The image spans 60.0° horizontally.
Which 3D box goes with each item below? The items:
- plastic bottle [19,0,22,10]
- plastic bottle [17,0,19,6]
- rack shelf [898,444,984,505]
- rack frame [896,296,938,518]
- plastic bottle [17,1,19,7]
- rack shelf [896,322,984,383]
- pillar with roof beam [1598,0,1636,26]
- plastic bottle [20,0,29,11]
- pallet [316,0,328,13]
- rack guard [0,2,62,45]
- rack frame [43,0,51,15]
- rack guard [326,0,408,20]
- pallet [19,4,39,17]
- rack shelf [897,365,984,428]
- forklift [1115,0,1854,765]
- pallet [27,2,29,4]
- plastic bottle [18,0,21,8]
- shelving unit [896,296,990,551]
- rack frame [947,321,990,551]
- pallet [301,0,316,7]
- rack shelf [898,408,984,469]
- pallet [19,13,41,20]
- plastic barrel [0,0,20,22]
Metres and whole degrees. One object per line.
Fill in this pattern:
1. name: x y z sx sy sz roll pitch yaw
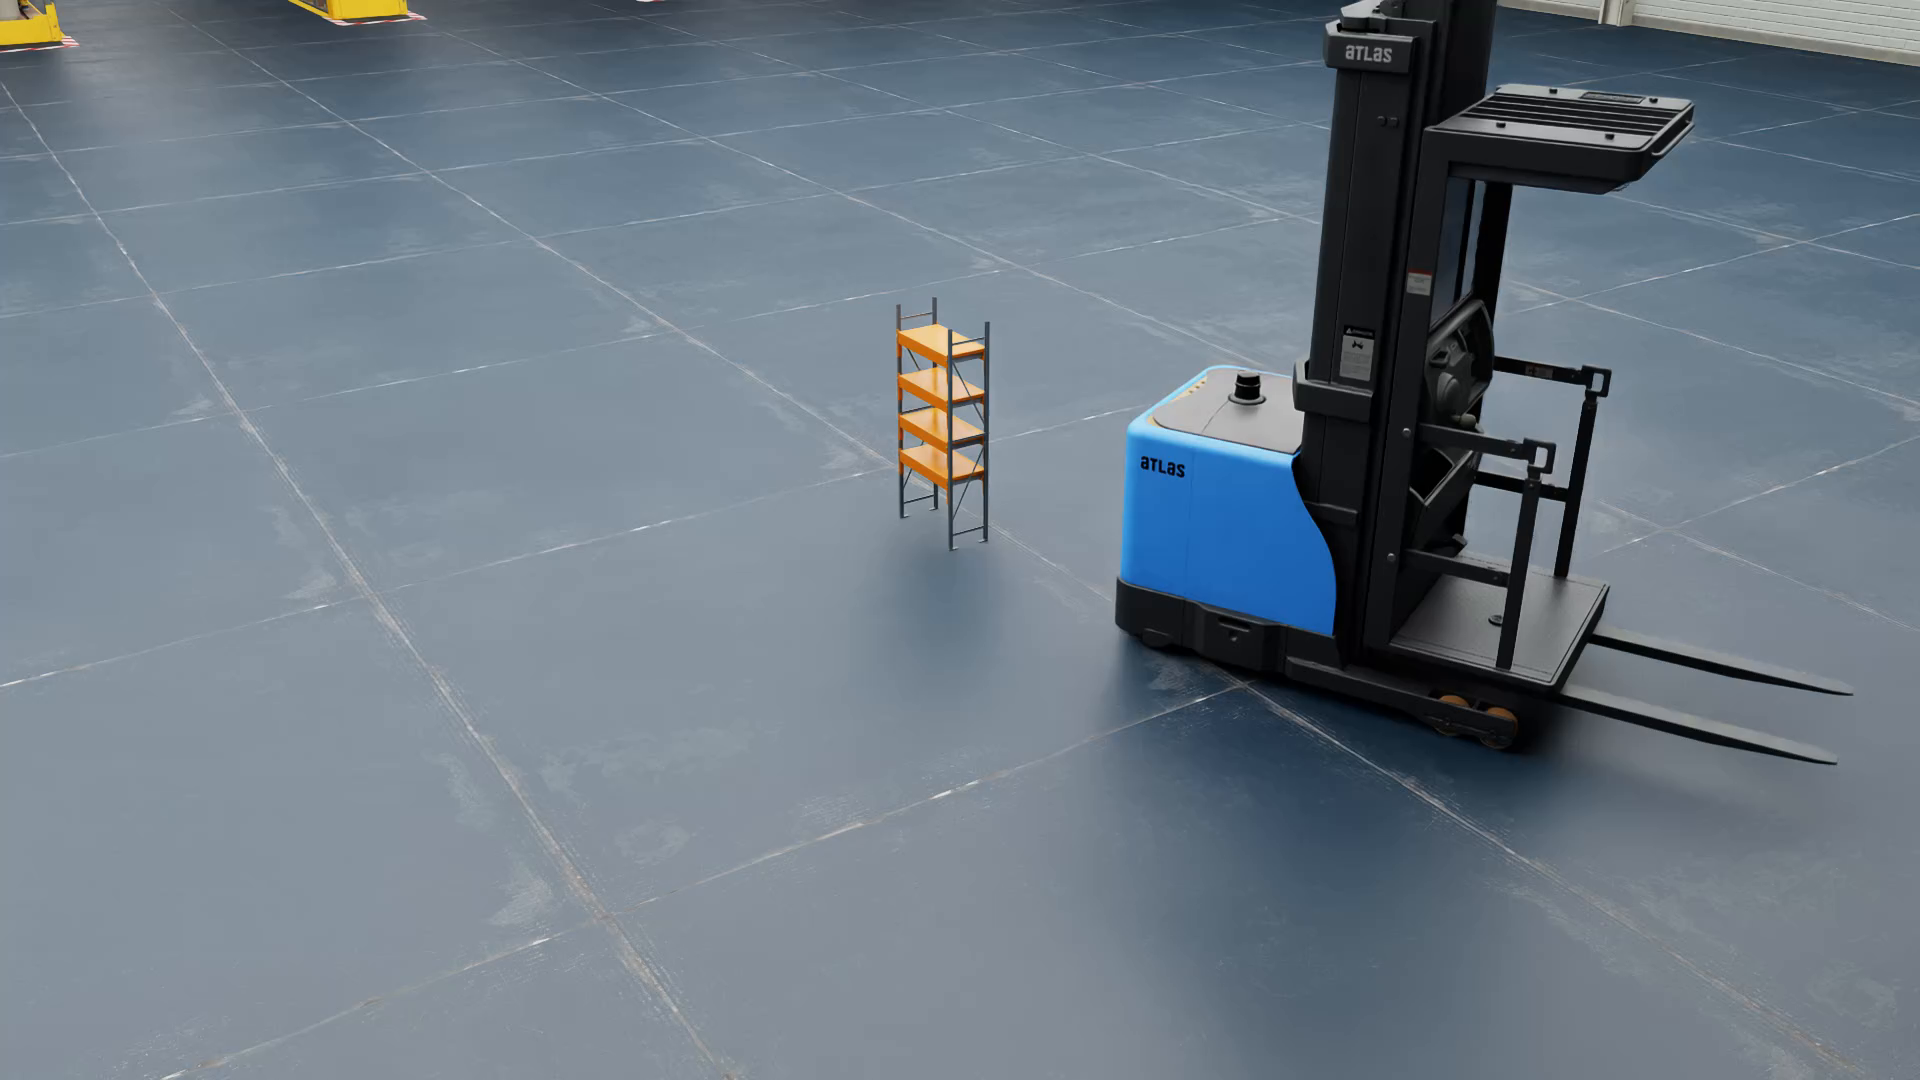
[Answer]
1. plastic bottle: -14.266 -8.180 25.326 0.097 0.201 0.097 0 25 0
2. plastic bottle: -14.451 -8.333 25.568 0.097 0.271 0.097 0 25 0
3. rack shelf: -0.090 -0.361 8.733 0.258 0.148 0.480 -16 29 -30
4. rack frame: -0.224 -0.689 8.804 0.240 1.200 0.015 -16 29 -30
5. plastic bottle: -14.505 -8.336 25.658 0.097 0.201 0.097 0 25 0
6. rack shelf: -0.090 -0.957 8.452 0.258 0.148 0.480 -16 29 -30
7. pillar with roof beam: 6.448 -10.986 21.481 9.100 9.000 0.400 -16 29 -30
8. plastic bottle: -14.209 -8.174 25.233 0.097 0.271 0.097 0 25 0
9. pallet: -9.786 -8.707 26.947 1.003 0.211 1.213 -16 29 -30
10. rack guard: -13.561 -7.374 23.784 1.175 0.500 0.348 -16 29 -30
11. rack frame: -13.480 -8.488 23.216 1.000 3.000 0.127 -16 29 -30
12. rack guard: -9.372 -8.539 26.253 1.175 0.500 0.348 -16 29 -30
13. pallet: -14.662 -7.971 25.388 1.003 0.211 1.213 -16 29 -30
14. rack shelf: -0.090 -0.743 8.552 0.258 0.148 0.480 -16 29 -30
15. forklift: 2.252 -0.718 6.837 3.031 2.935 1.130 14 29 28
16. pallet: -15.332 -8.408 26.313 1.003 0.211 1.213 -16 29 -30
17. plastic bottle: -14.396 -8.297 25.492 0.097 0.271 0.097 0 25 0
18. shelving unit: -0.090 -0.602 8.619 0.258 1.200 0.503 -16 29 -30
19. rack frame: 0.043 -0.515 8.434 0.240 1.200 0.015 -16 29 -30
20. pallet: -10.448 -9.143 27.871 1.003 0.211 1.213 -16 29 -30
21. rack shelf: -0.090 -0.541 8.648 0.258 0.148 0.480 -16 29 -30
22. pallet: -14.000 -7.535 24.464 1.003 0.211 1.213 -16 29 -30
23. plastic barrel: -13.904 -7.770 24.119 0.421 0.512 0.421 0 25 0
